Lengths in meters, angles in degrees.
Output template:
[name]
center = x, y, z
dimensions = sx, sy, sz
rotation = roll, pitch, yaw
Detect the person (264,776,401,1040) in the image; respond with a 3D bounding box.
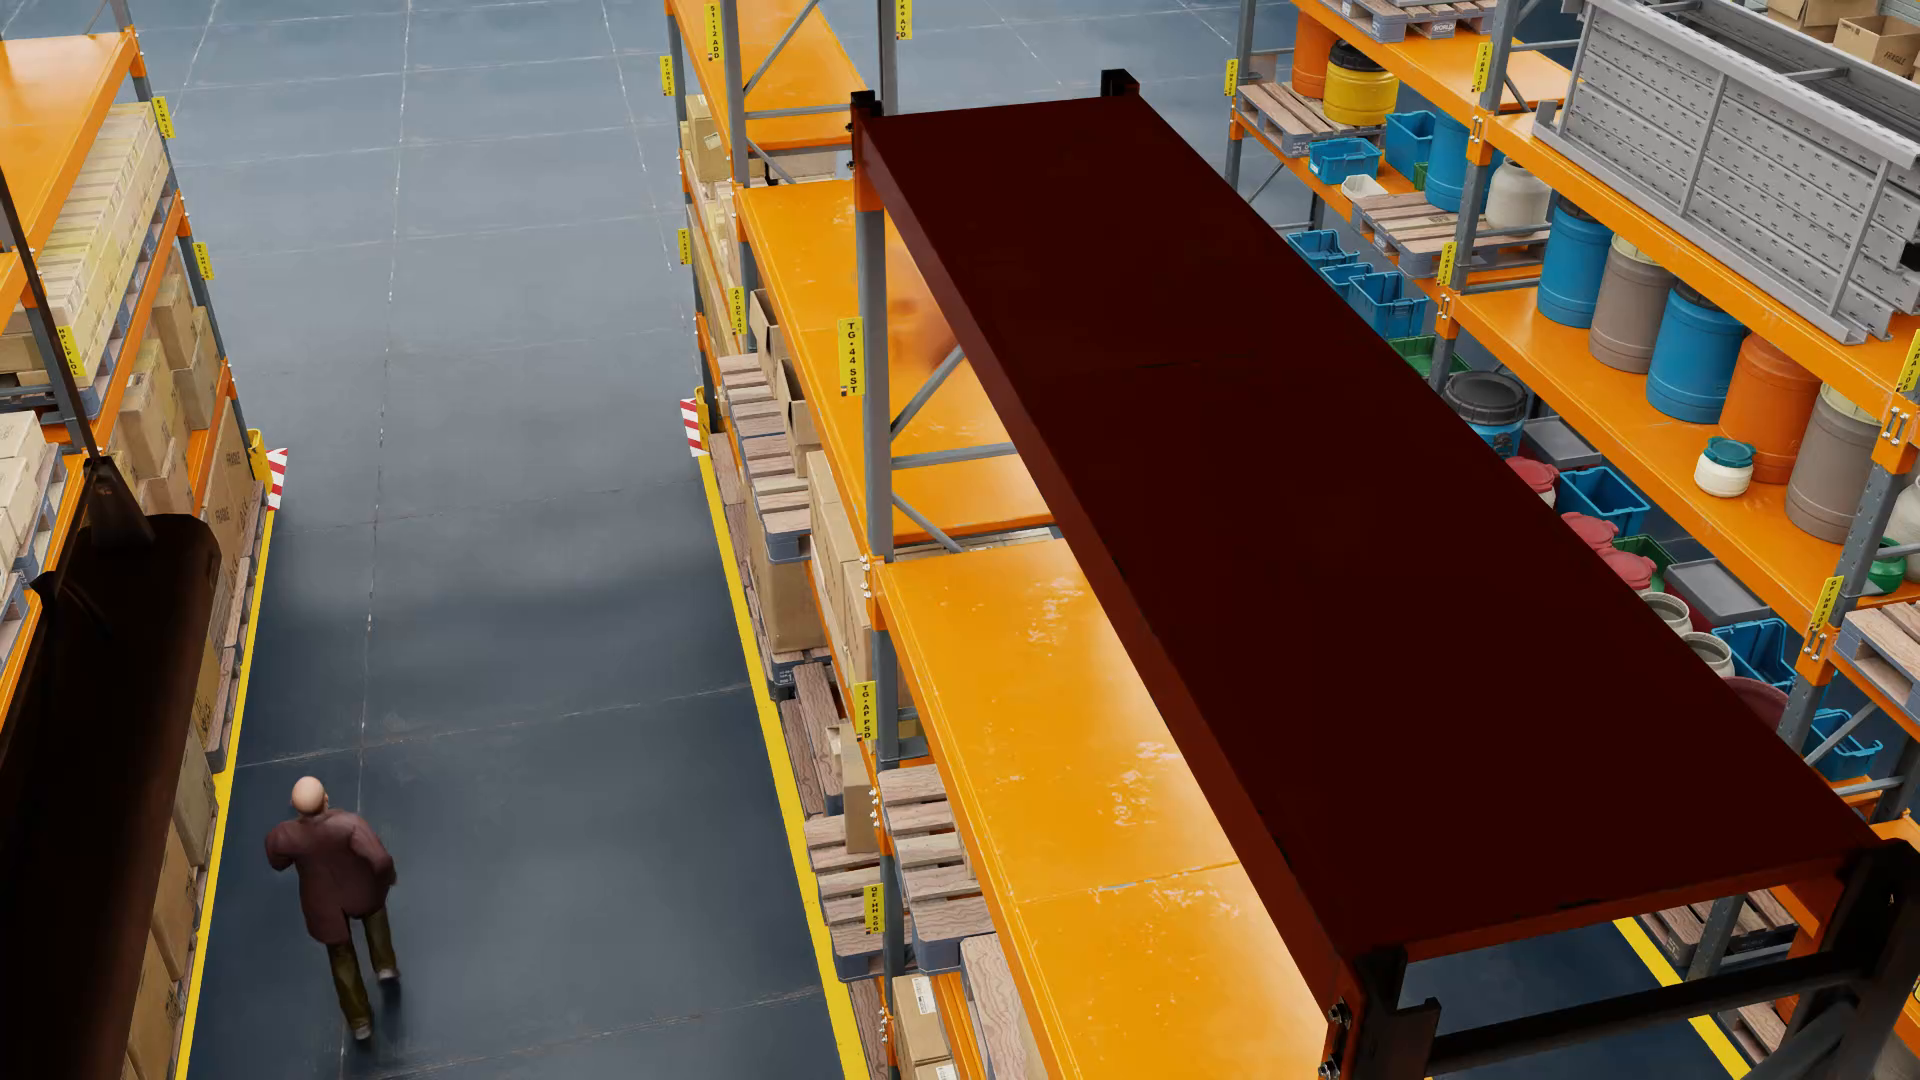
[person]
center = -3.538, 2.083, 9.577
dimensions = 0.671, 1.746, 0.811
rotation = -11, 36, -16
